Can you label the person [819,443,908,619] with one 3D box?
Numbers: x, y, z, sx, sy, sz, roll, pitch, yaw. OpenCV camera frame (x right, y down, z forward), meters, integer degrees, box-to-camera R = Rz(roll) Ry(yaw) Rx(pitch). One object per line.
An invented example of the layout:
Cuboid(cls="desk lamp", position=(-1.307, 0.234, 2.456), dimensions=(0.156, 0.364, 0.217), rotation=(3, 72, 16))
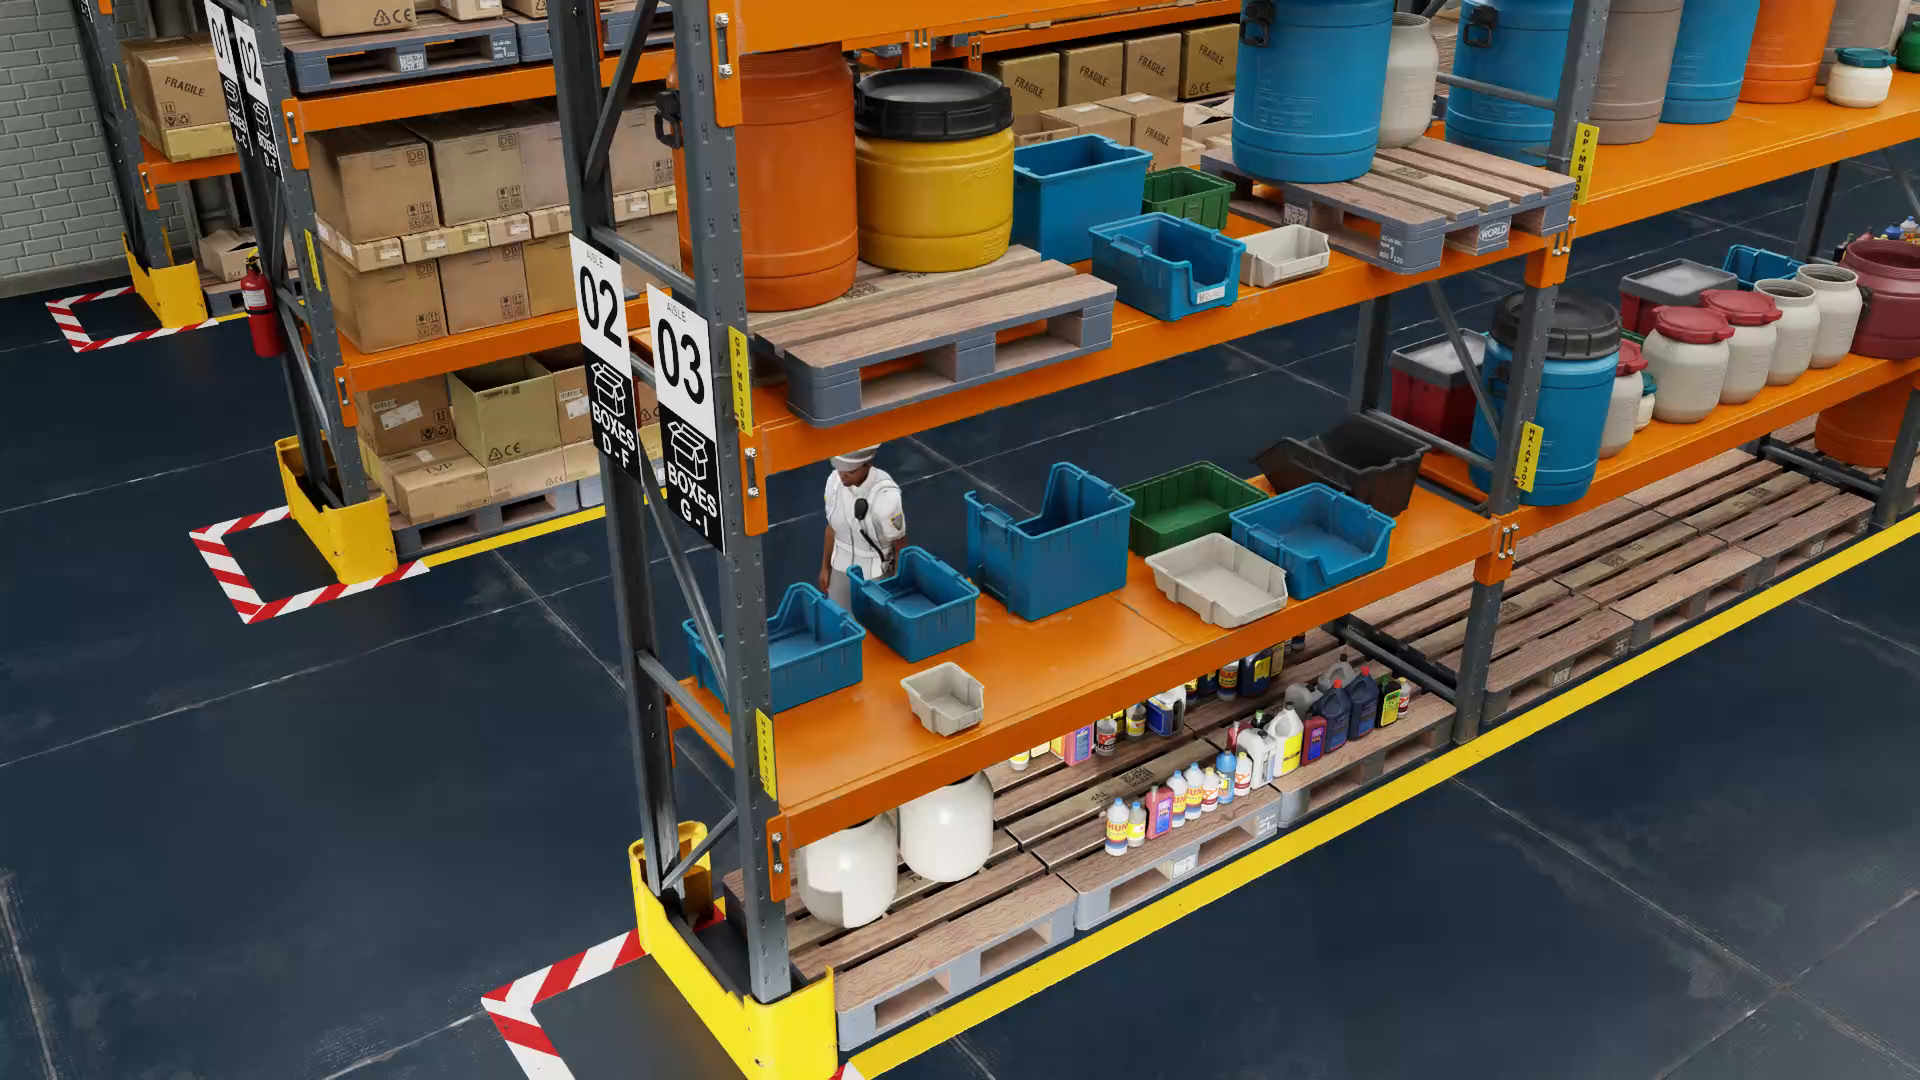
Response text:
Cuboid(cls="person", position=(-0.487, 0.195, 8.271), dimensions=(0.509, 1.657, 0.392), rotation=(18, 33, 29))
